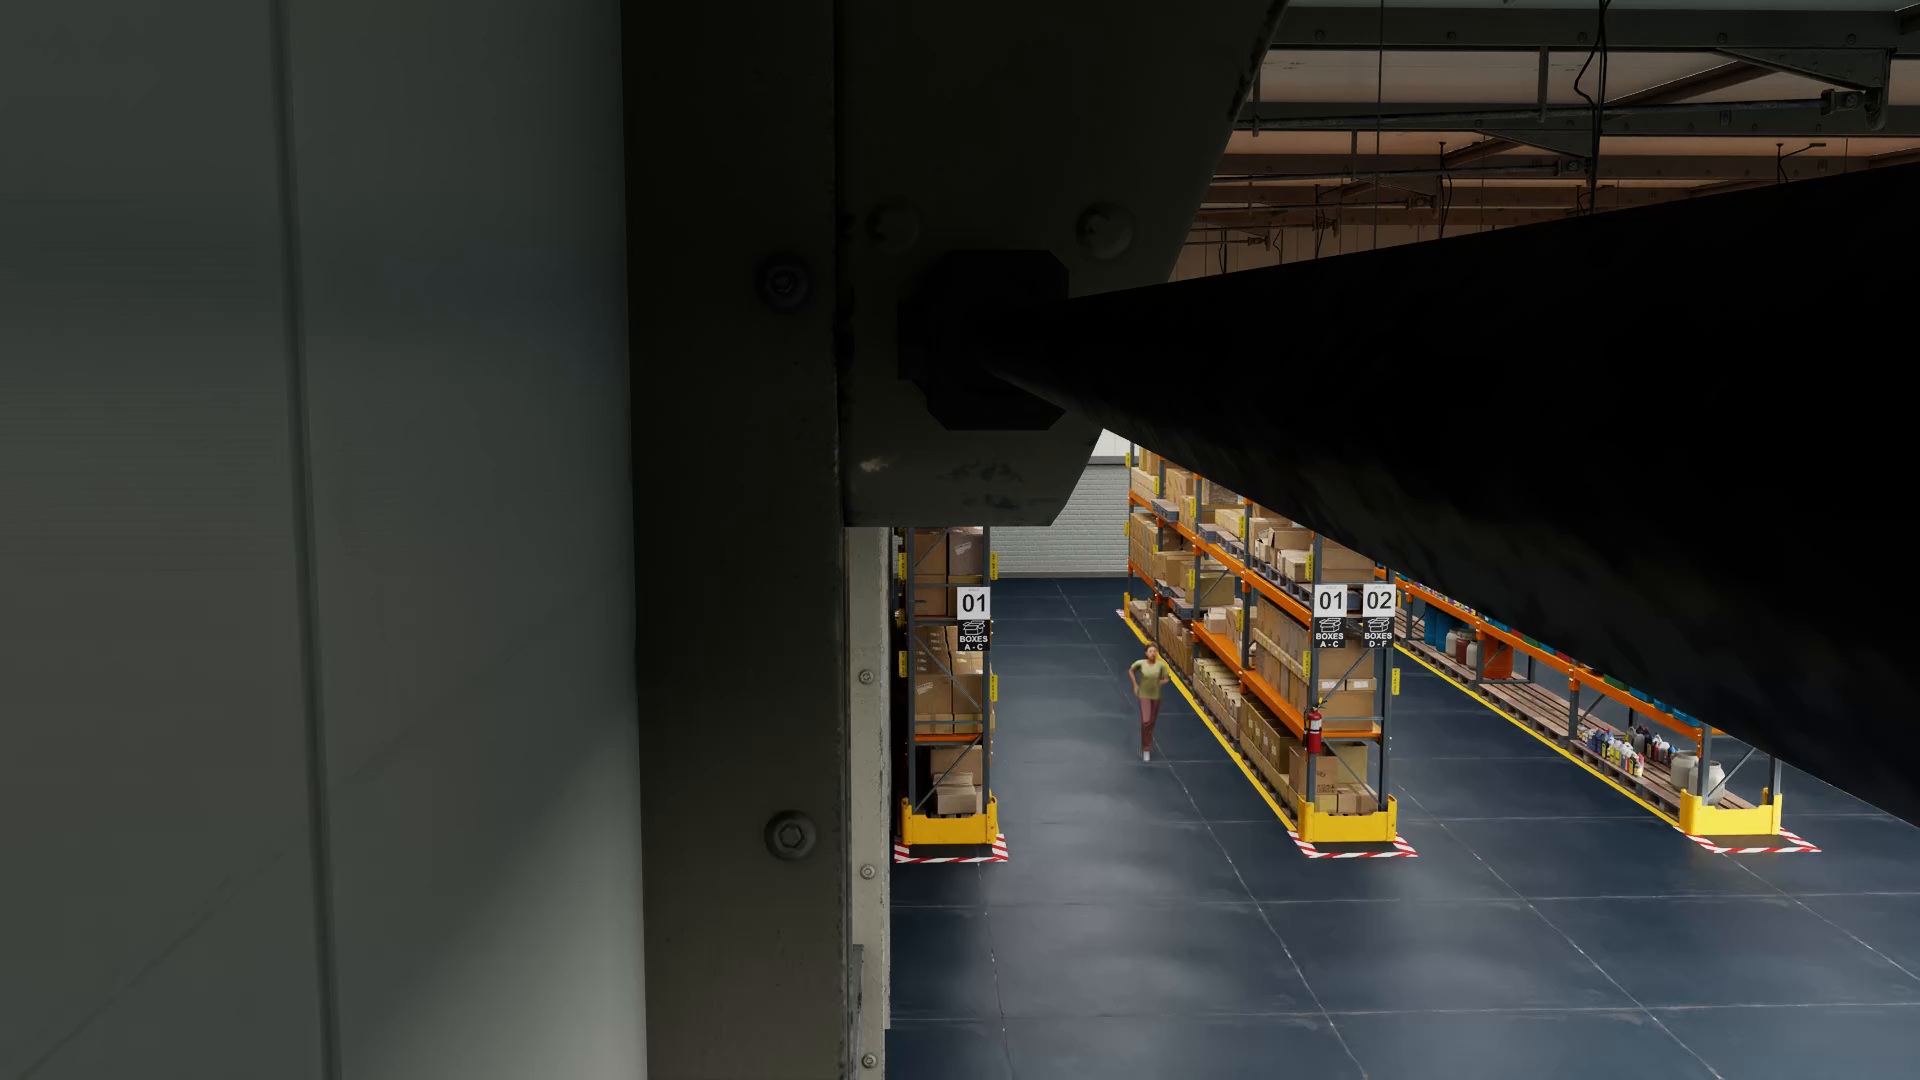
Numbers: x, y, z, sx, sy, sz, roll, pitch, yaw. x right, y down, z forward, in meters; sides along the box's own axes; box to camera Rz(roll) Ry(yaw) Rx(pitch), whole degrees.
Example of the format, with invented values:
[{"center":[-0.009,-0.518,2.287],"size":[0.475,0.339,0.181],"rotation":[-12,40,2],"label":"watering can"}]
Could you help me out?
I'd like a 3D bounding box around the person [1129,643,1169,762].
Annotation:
[{"center":[2.802,2.365,24.576],"size":[0.561,1.728,0.754],"rotation":[-1,7,-8],"label":"person"}]
